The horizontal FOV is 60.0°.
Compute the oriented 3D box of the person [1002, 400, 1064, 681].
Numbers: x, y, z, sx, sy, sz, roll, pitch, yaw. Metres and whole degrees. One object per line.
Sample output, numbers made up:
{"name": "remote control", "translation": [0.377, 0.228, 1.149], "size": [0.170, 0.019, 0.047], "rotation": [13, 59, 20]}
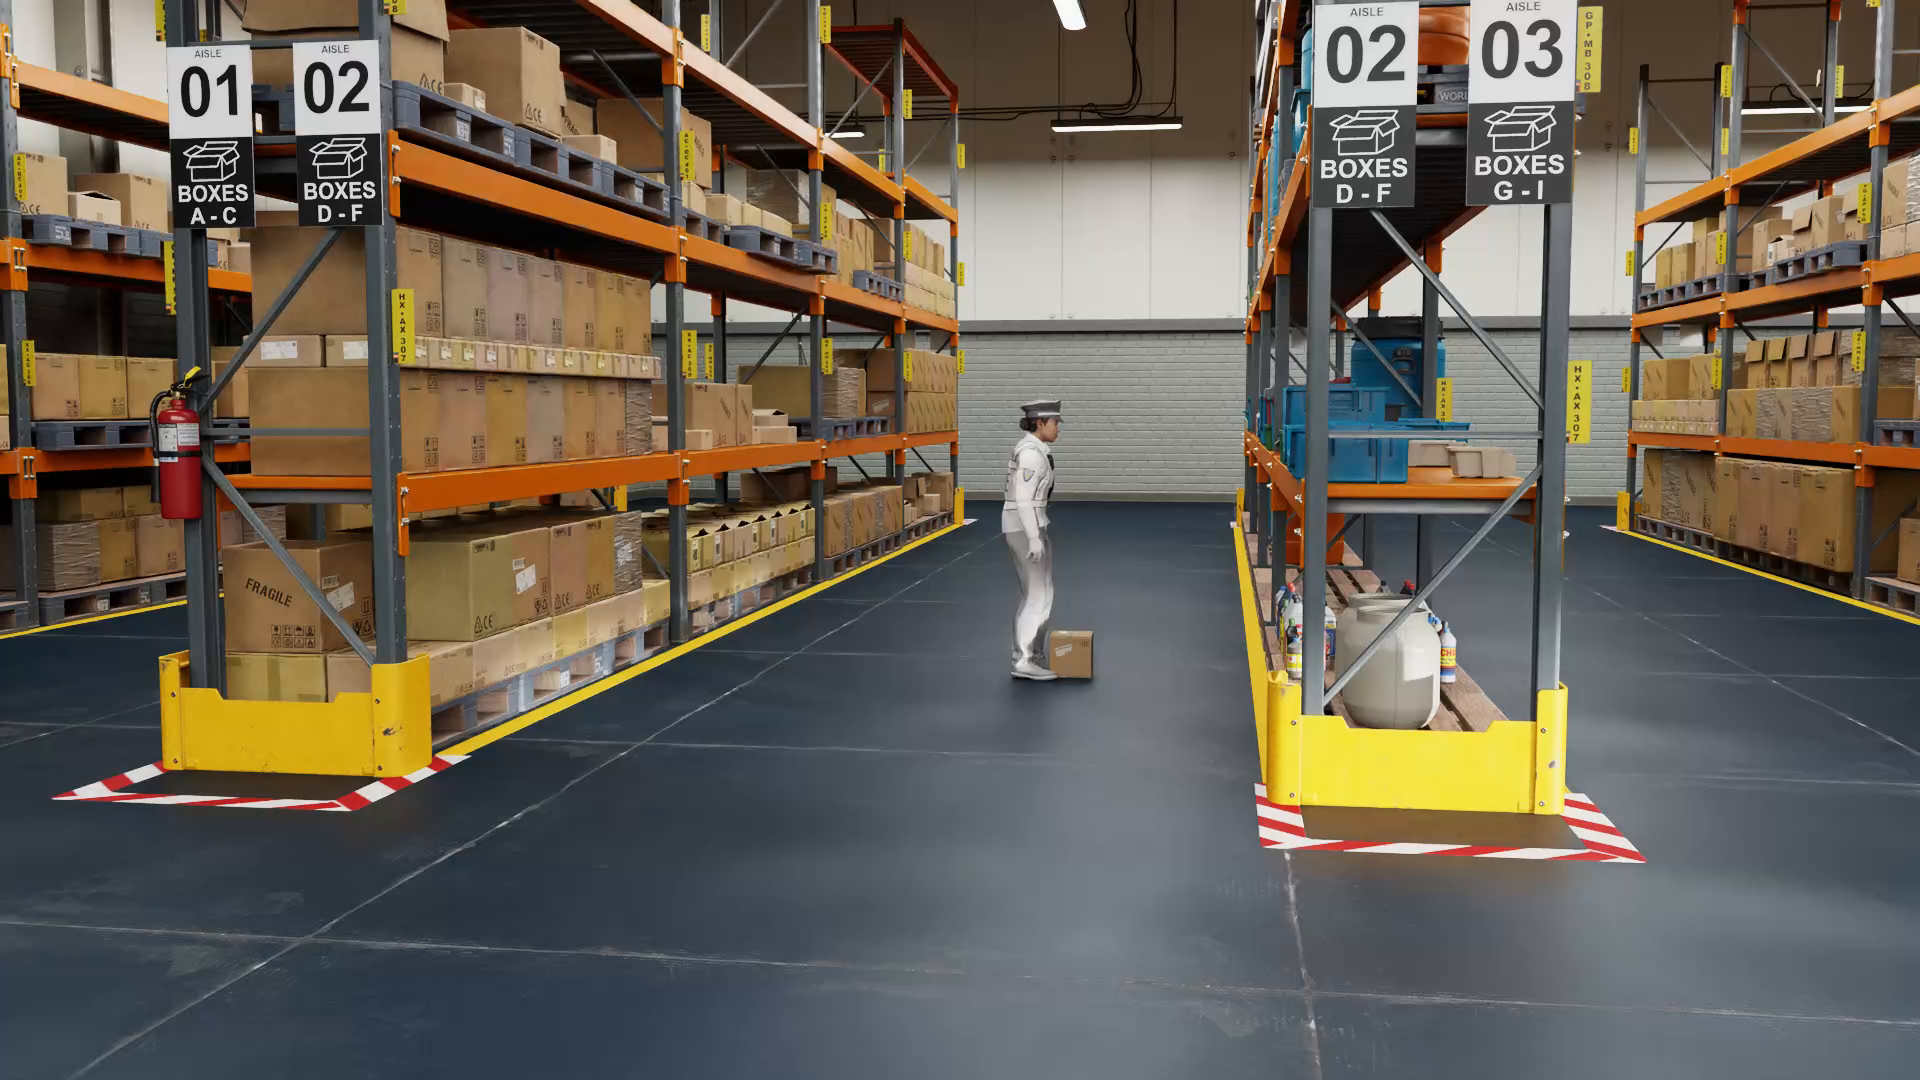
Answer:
{"name": "person", "translation": [0.455, -0.014, 10.046], "size": [0.403, 1.663, 0.529], "rotation": [1, 5, 9]}
